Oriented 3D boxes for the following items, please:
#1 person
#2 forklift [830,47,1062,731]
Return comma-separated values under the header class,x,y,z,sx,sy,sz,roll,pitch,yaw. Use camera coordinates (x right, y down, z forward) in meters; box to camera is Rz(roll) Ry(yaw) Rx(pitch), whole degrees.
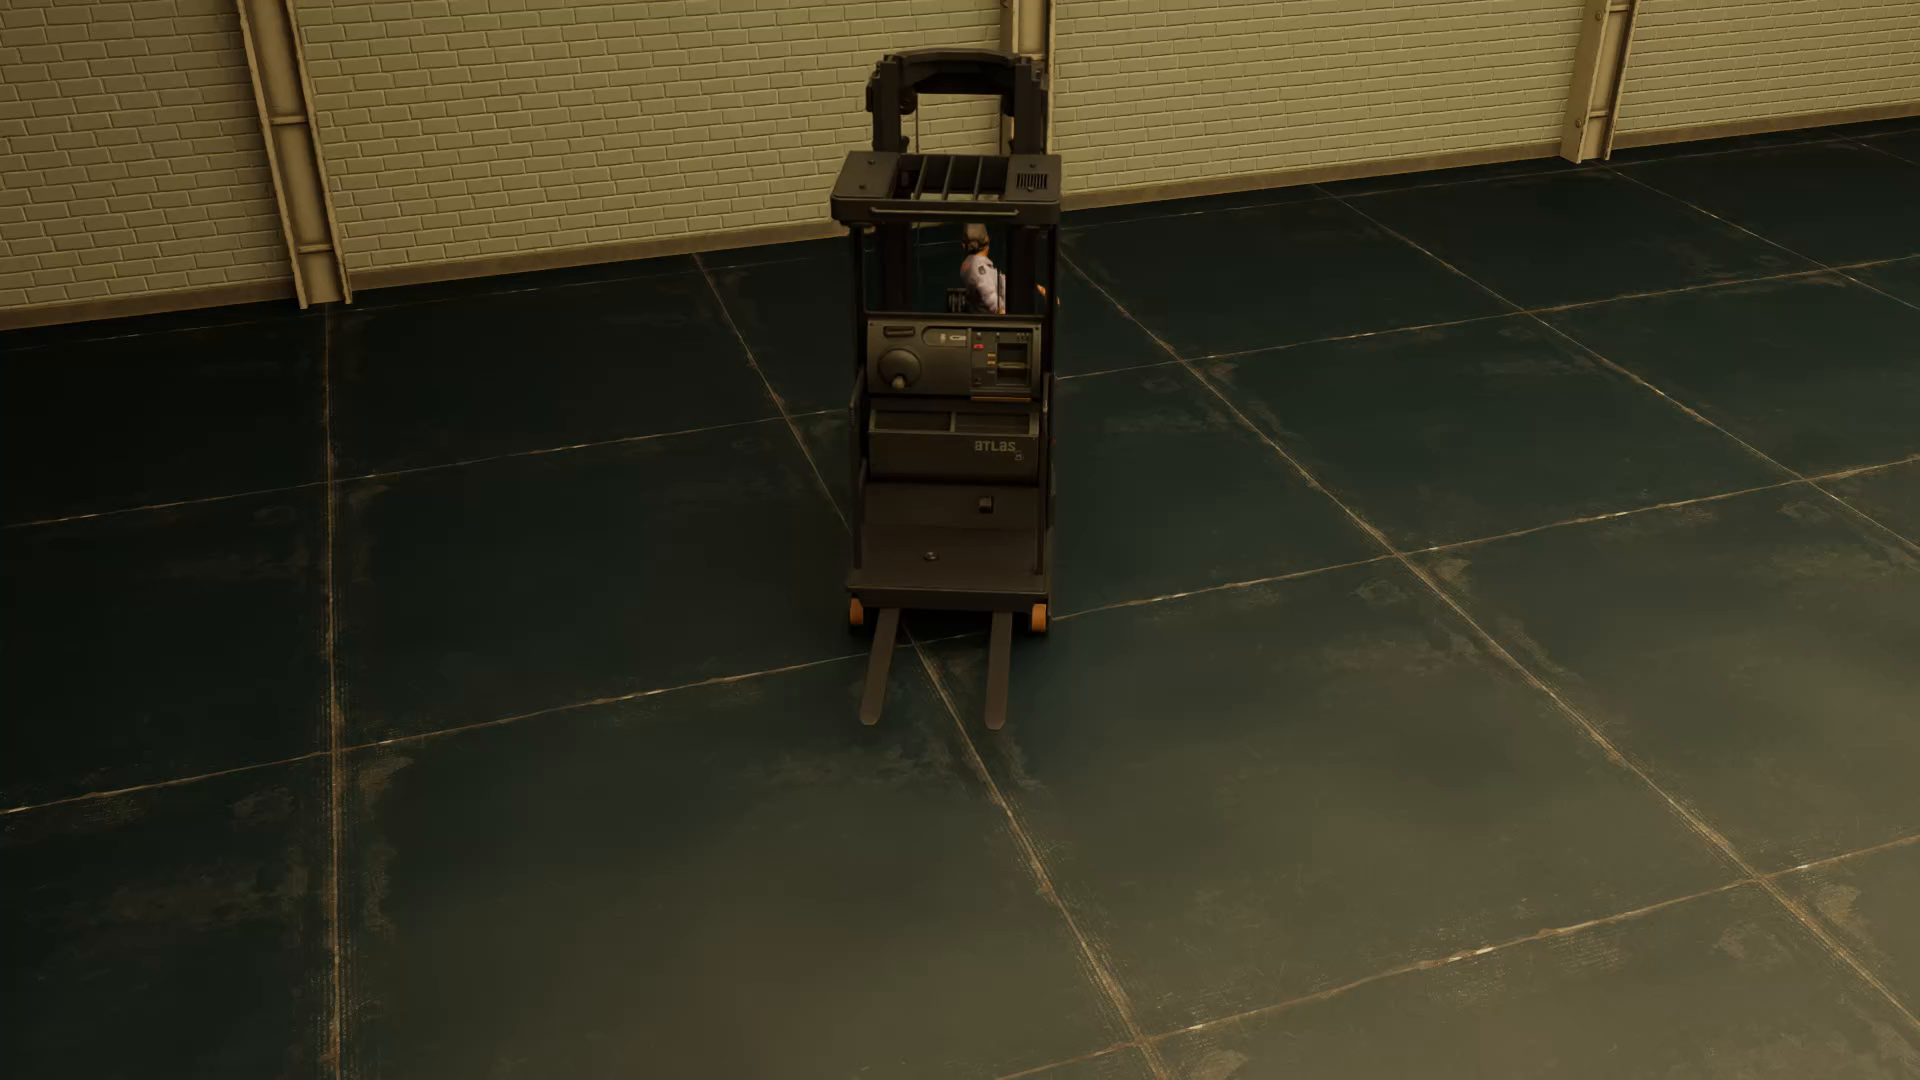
class,x,y,z,sx,sy,sz,roll,pitch,yaw
person,0.260,-1.291,10.735,0.808,1.524,0.719,-17,34,-27
forklift,-0.044,-0.929,8.702,1.130,2.935,3.031,2,30,3
